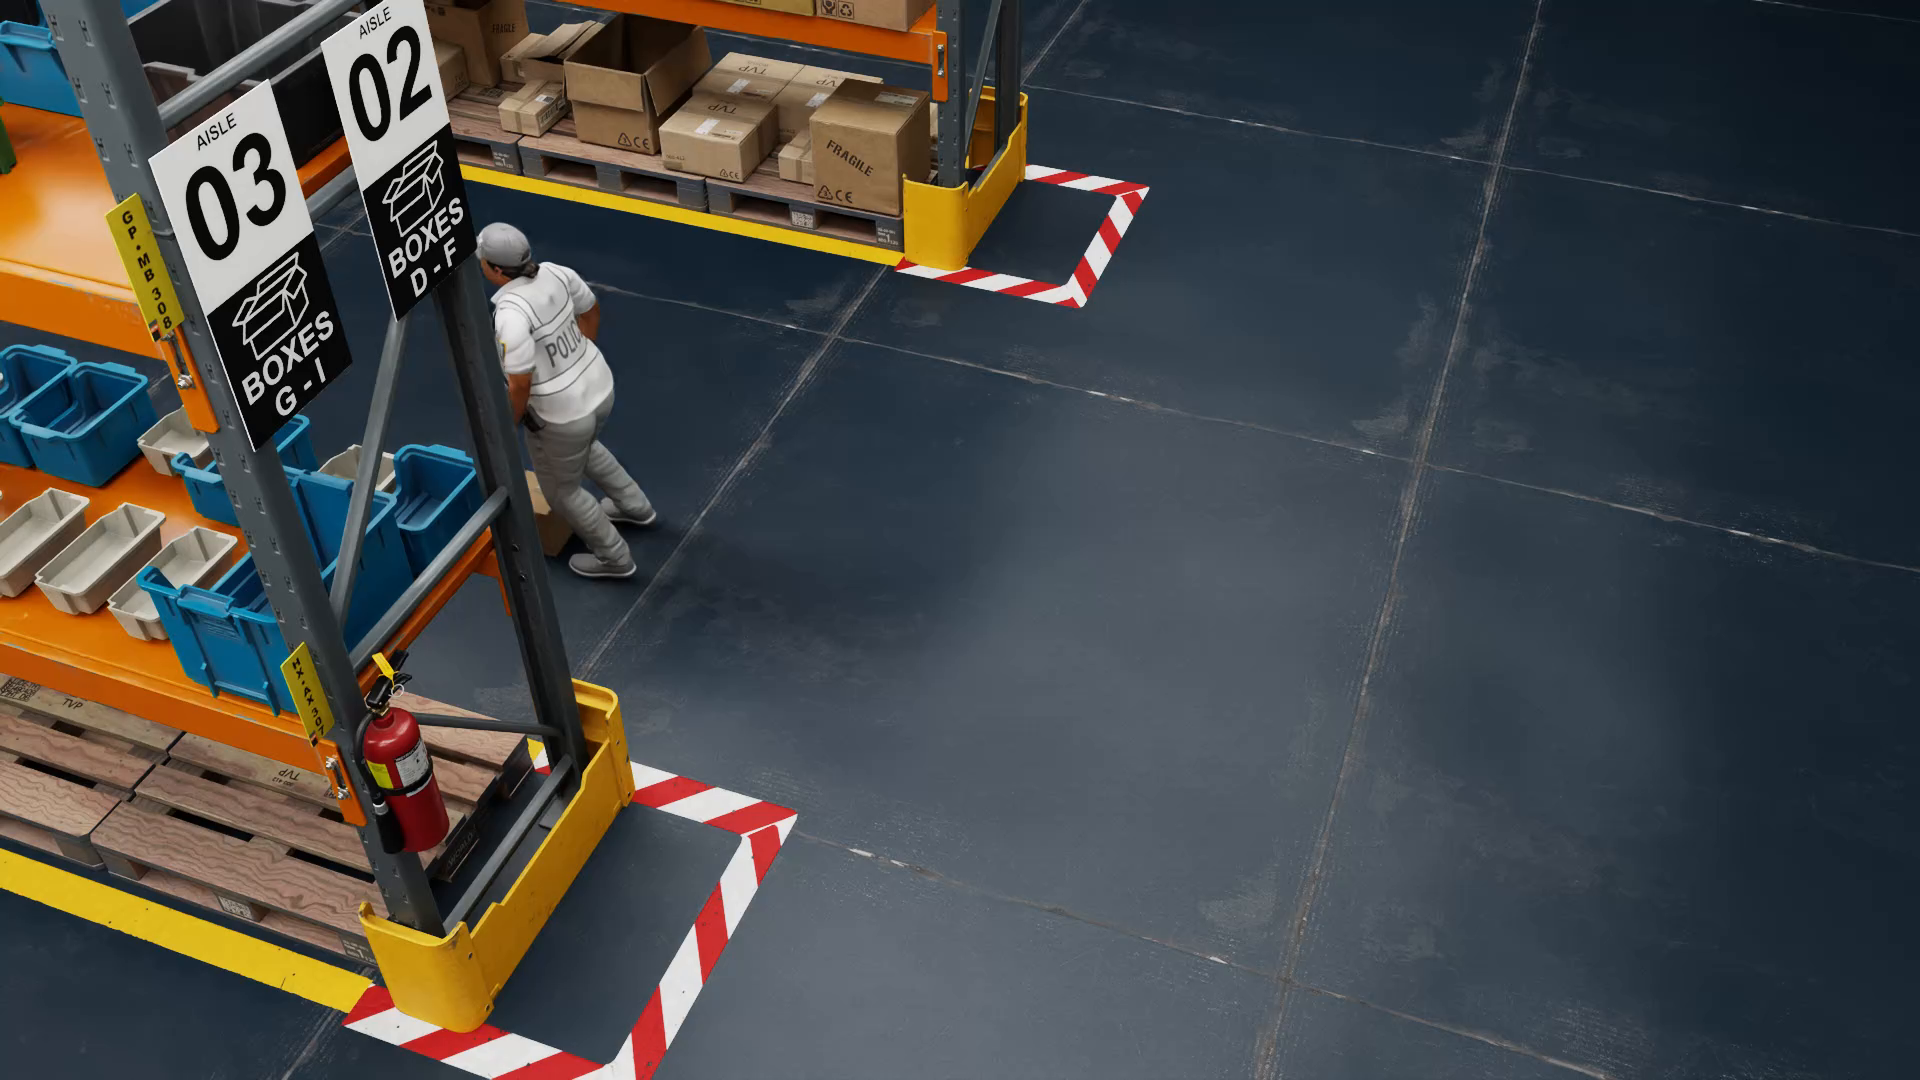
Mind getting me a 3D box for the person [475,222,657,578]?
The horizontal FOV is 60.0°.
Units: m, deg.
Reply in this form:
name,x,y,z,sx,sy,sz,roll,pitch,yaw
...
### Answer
name,x,y,z,sx,sy,sz,roll,pitch,yaw
person,-1.649,-0.575,6.836,0.571,1.611,0.623,12,43,13
